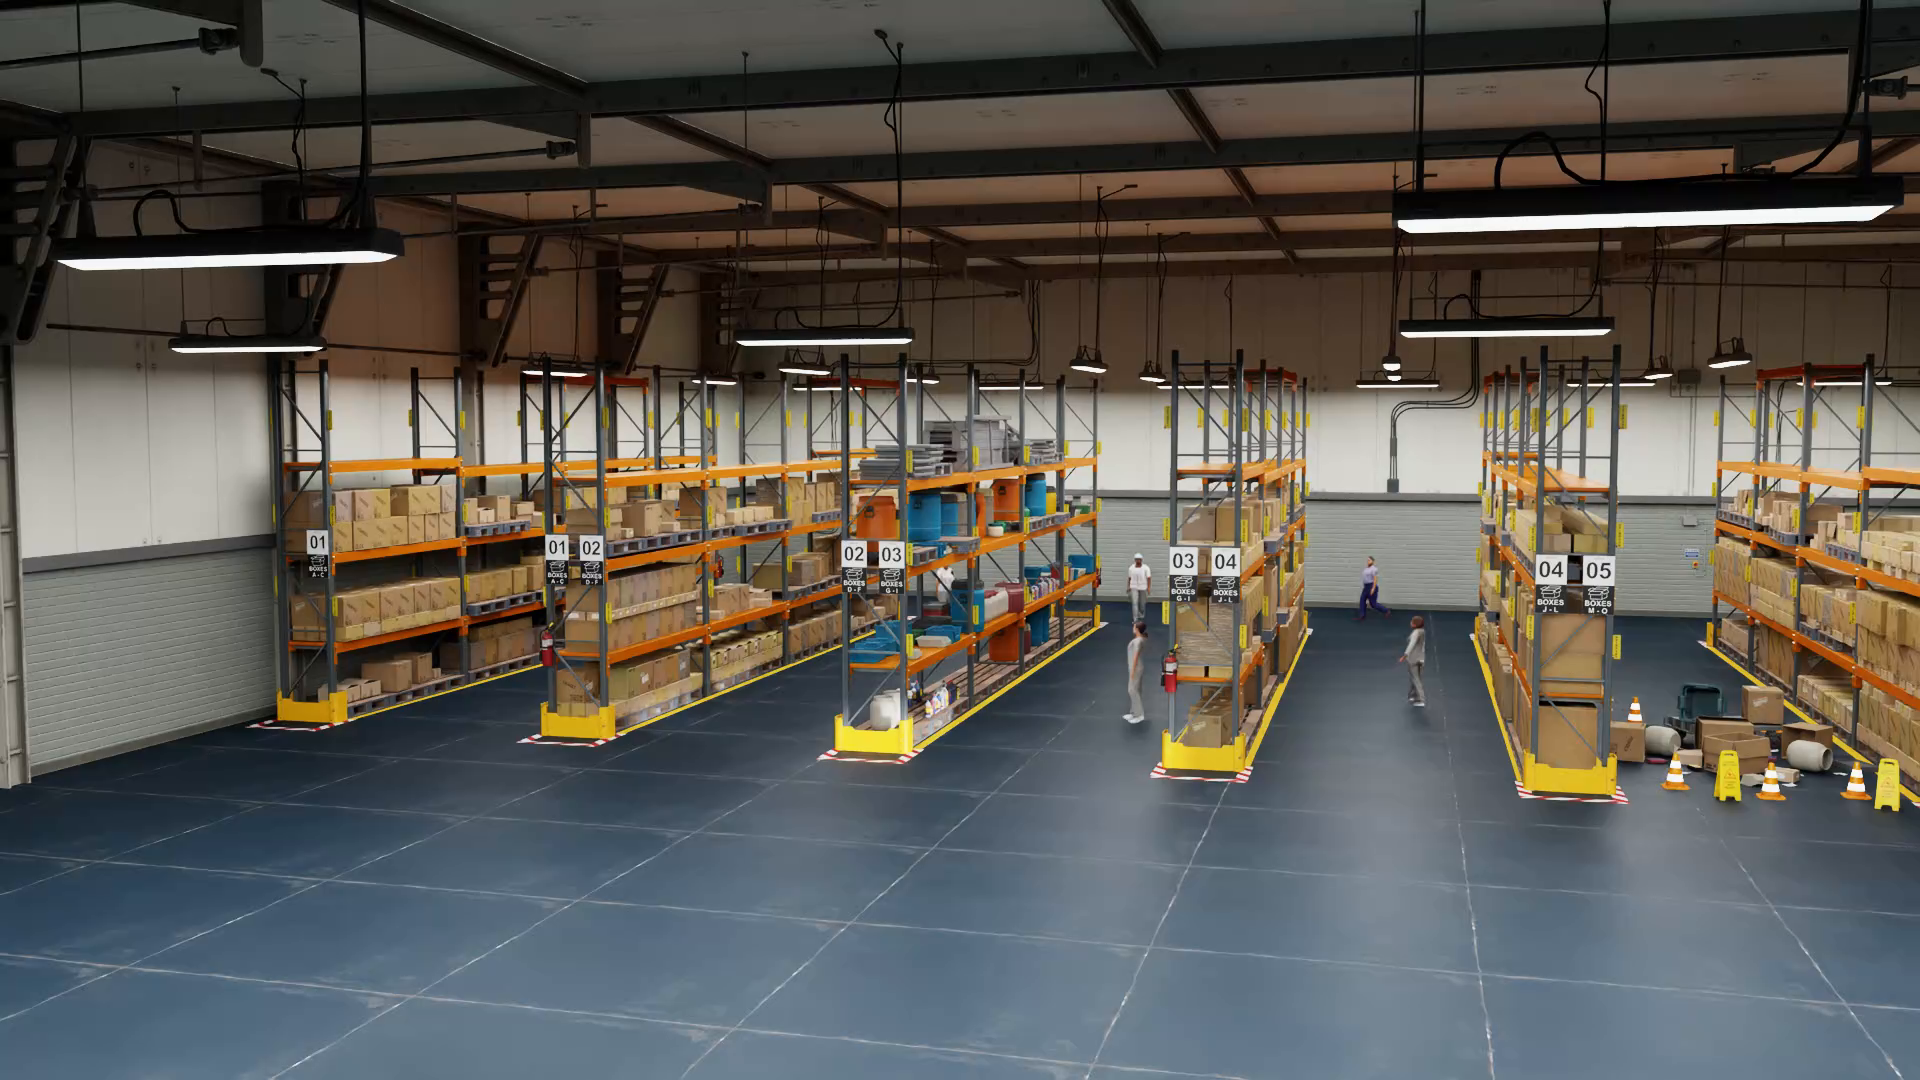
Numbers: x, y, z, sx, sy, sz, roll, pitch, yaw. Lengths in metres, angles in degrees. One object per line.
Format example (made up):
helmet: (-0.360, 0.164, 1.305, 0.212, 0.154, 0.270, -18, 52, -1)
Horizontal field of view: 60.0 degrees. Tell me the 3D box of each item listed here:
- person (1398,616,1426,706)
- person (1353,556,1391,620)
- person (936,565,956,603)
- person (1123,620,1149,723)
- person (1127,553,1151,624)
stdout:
person: (7.927, 2.118, 29.127, 0.500, 1.602, 0.724, -2, 5, -26)
person: (10.255, 1.212, 41.418, 0.863, 1.601, 0.501, 0, 4, 0)
person: (-0.345, 1.270, 40.410, 0.488, 1.671, 0.531, -3, 5, -39)
person: (2.932, 2.188, 27.712, 0.411, 1.706, 0.505, 0, 4, 7)
person: (4.414, 1.192, 41.034, 0.589, 1.732, 0.975, 0, 4, 4)
